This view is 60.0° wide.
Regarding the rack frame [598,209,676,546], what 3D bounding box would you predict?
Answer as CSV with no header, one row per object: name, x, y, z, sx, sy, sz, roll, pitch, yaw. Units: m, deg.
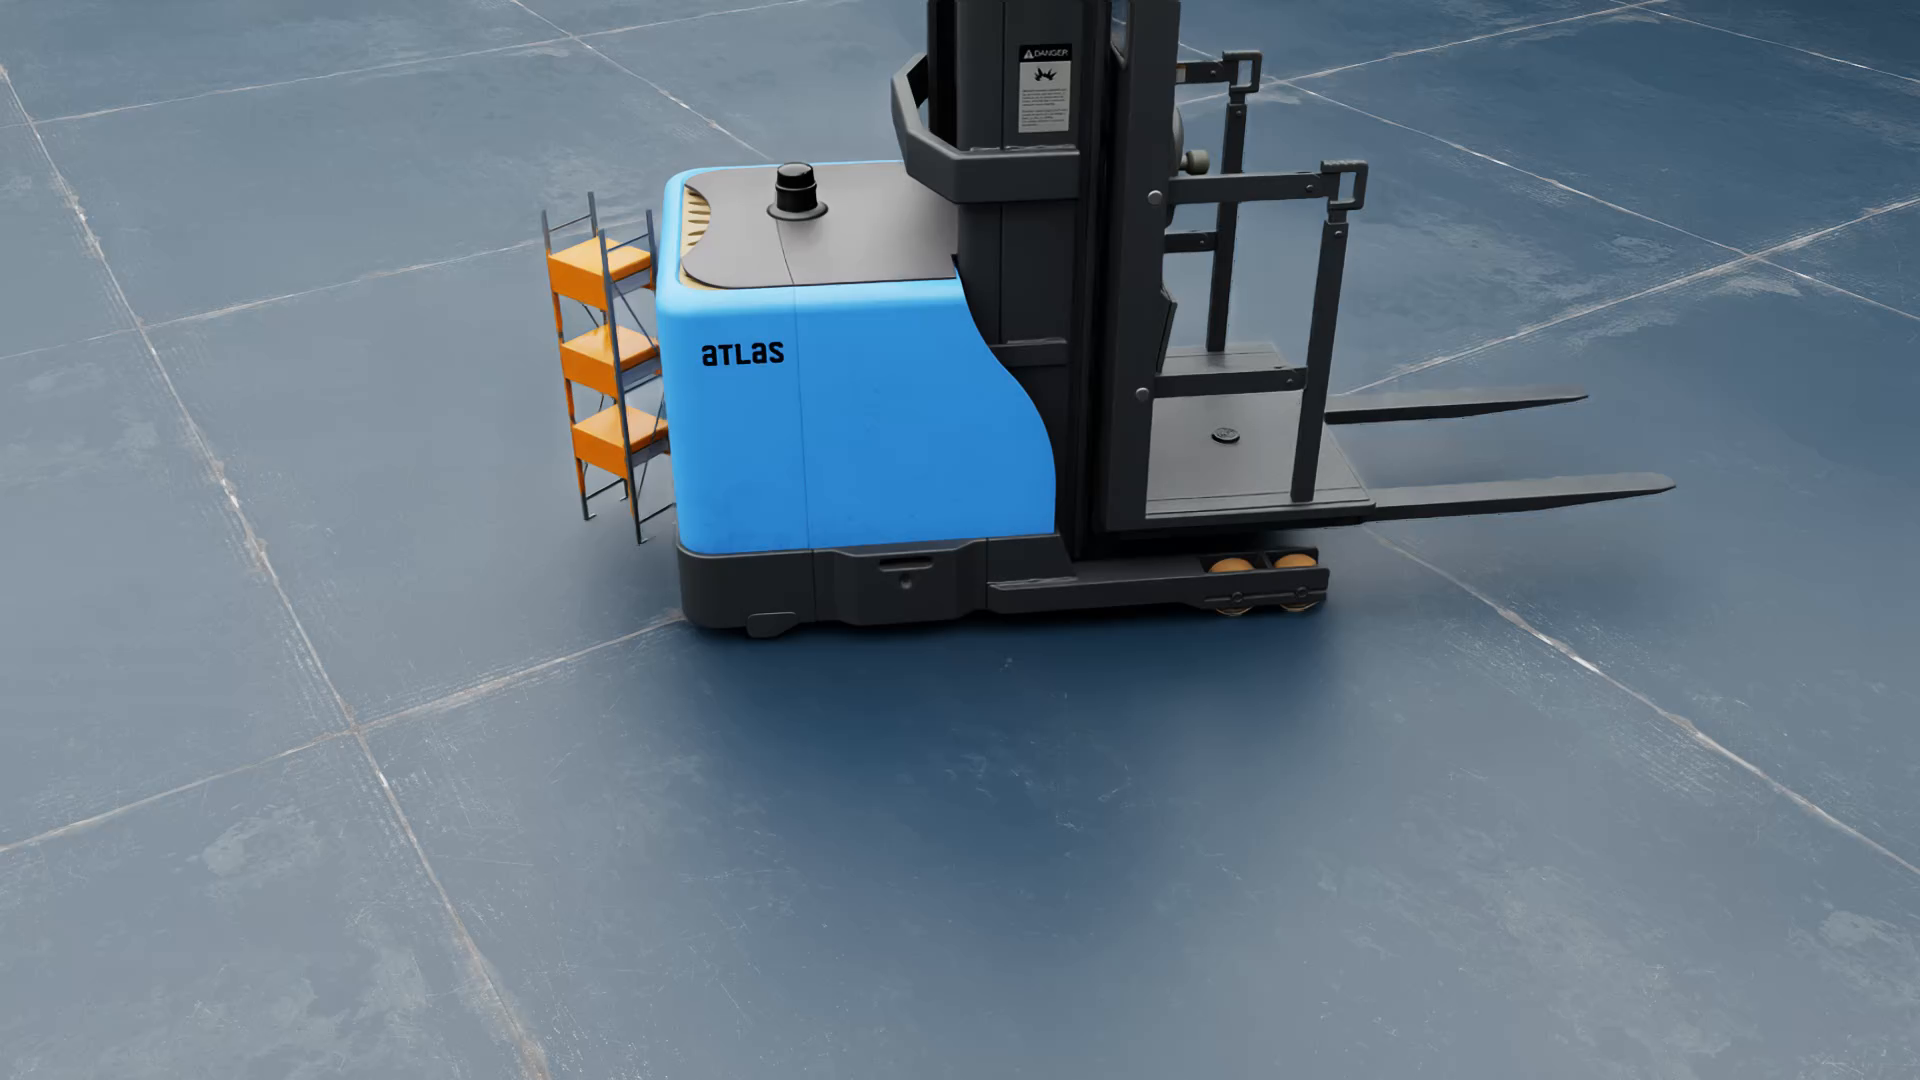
rack frame,-0.953,-0.469,5.009,0.008,1.050,0.200,22,38,31

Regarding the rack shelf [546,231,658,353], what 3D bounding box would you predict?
rack shelf,-1.050,-0.739,4.926,0.240,0.259,0.215,22,38,31

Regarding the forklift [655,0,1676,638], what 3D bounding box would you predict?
forklift,0.654,-1.296,4.557,3.031,2.935,1.130,-4,32,-6

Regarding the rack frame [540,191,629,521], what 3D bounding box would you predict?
rack frame,-1.147,-0.547,5.134,0.008,1.050,0.200,22,38,31

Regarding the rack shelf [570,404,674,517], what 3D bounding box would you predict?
rack shelf,-1.050,-0.264,5.225,0.240,0.259,0.215,22,38,31

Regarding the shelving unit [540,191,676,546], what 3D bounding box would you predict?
shelving unit,-1.050,-0.508,5.071,0.252,1.050,0.215,22,38,31

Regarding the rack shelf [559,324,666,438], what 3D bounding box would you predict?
rack shelf,-1.050,-0.499,5.077,0.240,0.259,0.215,22,38,31
